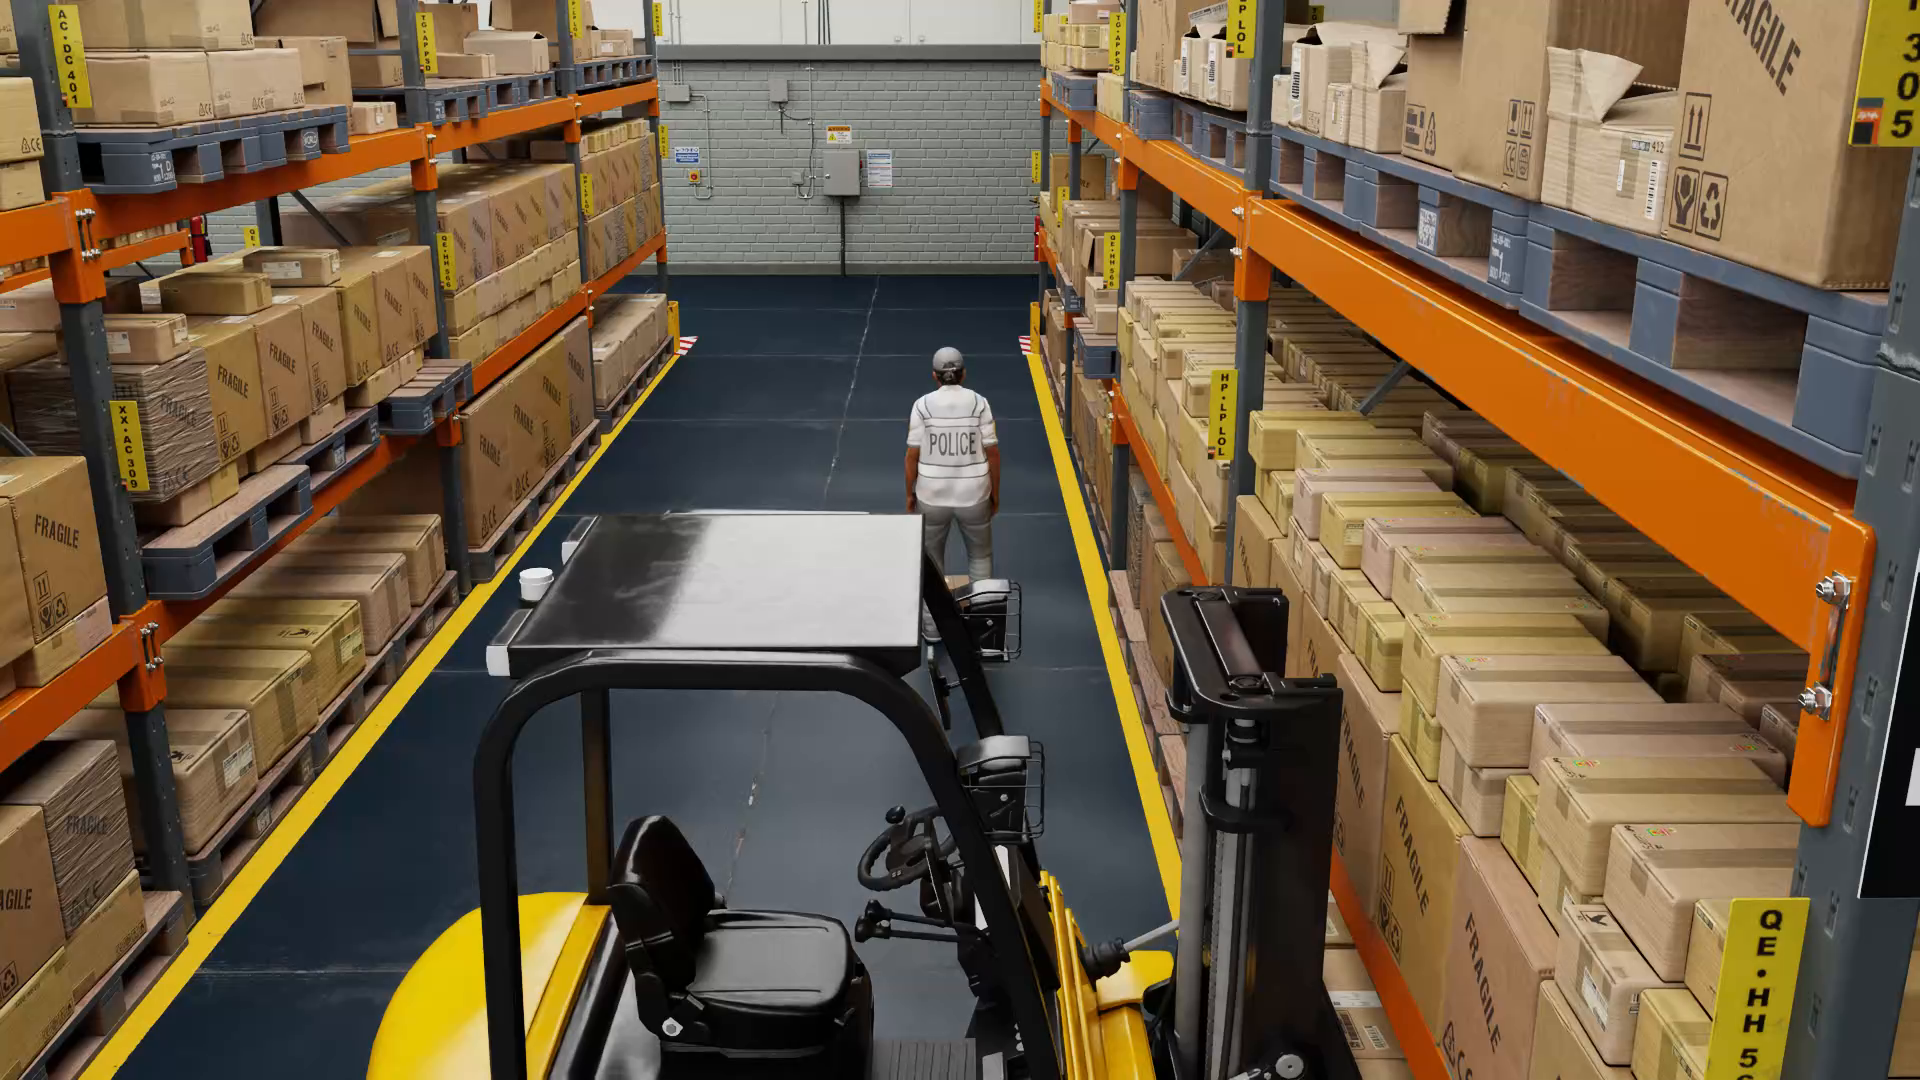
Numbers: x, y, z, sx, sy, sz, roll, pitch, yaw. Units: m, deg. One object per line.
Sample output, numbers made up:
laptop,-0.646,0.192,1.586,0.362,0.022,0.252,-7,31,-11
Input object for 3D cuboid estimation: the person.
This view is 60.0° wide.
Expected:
person,-0.031,-0.247,9.330,0.550,1.666,0.473,-1,17,-2
